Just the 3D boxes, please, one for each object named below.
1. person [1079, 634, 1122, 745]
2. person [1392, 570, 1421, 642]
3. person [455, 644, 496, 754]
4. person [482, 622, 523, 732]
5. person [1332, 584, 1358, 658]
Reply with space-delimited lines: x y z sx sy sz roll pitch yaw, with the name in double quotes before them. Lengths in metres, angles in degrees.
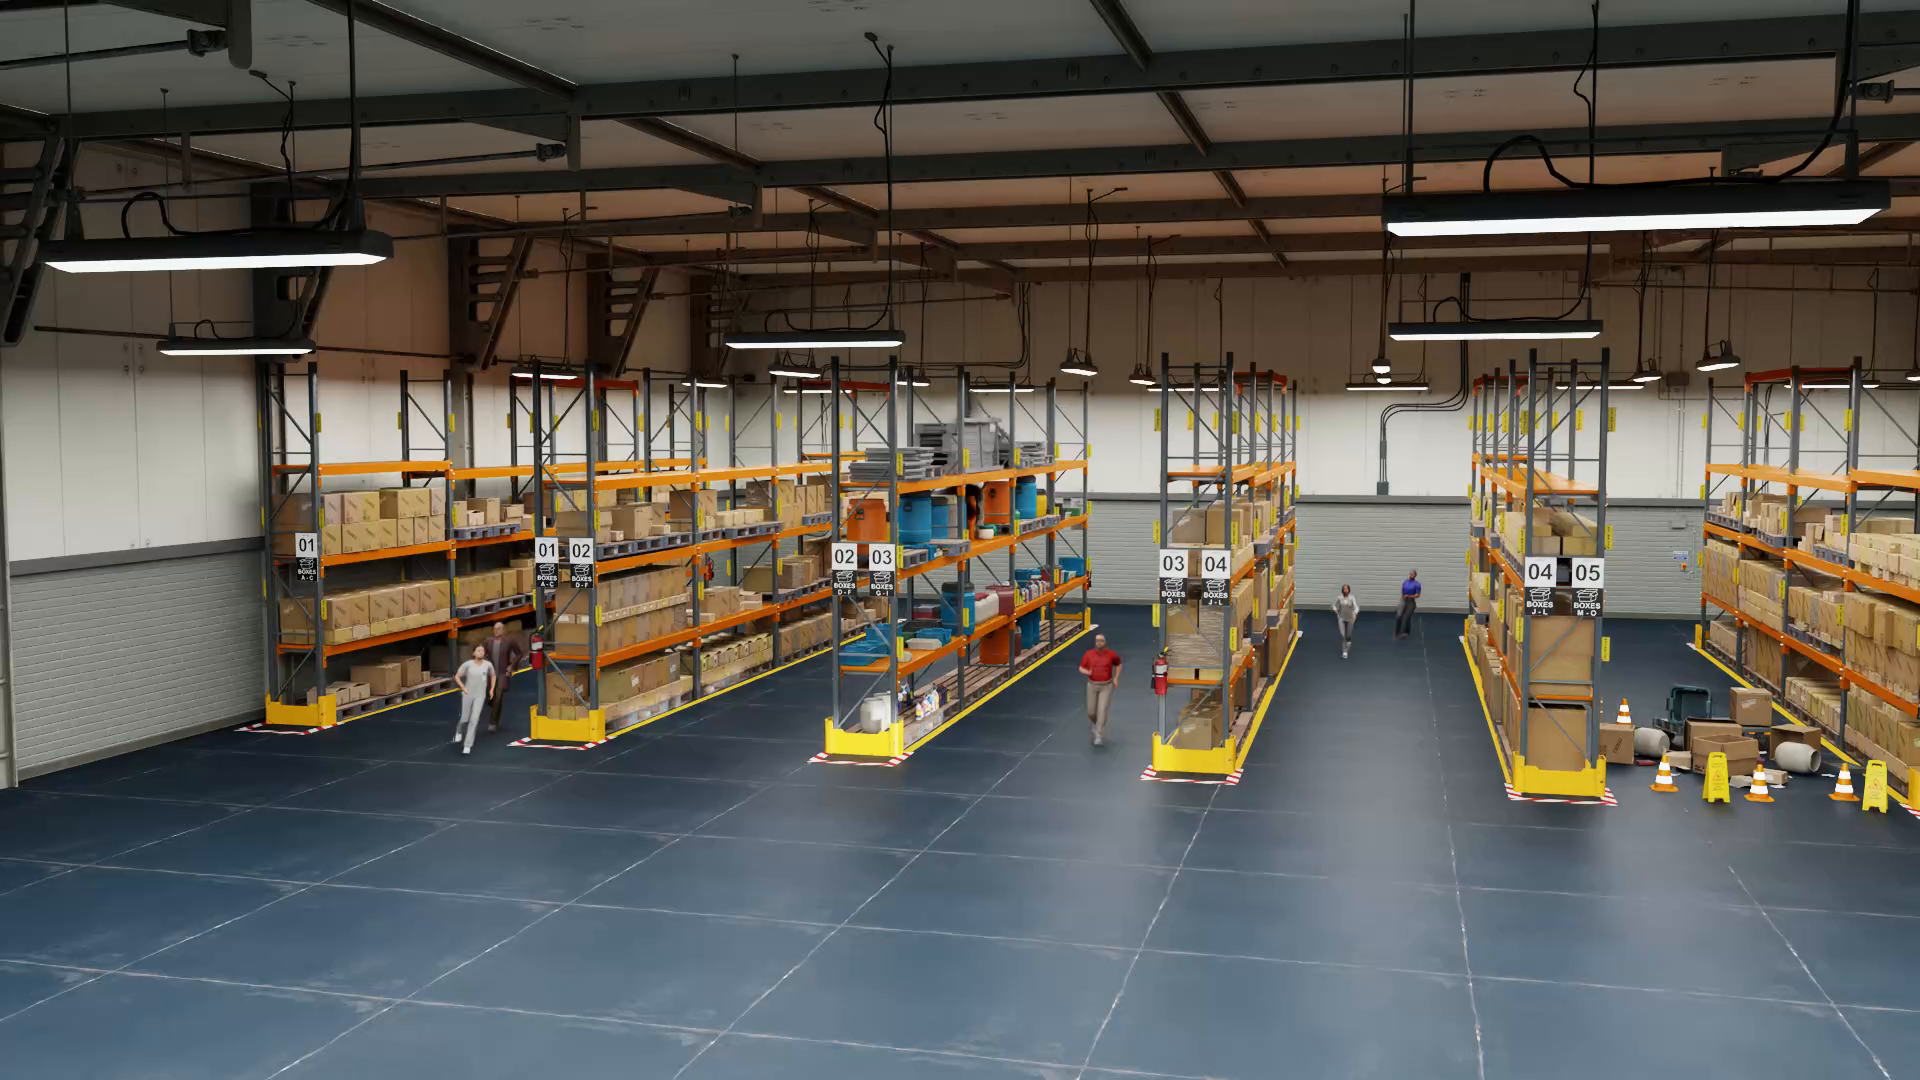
"person" 2.189 2.311 25.999 0.667 1.697 0.852 1 4 10
"person" 10.298 1.511 38.154 0.550 1.668 0.685 3 5 36
"person" -7.400 2.393 25.454 0.623 1.619 0.862 -2 4 -22
"person" -7.551 2.218 27.290 0.728 1.753 0.815 0 4 3
"person" 8.262 1.727 35.672 0.540 1.567 0.604 1 4 14
